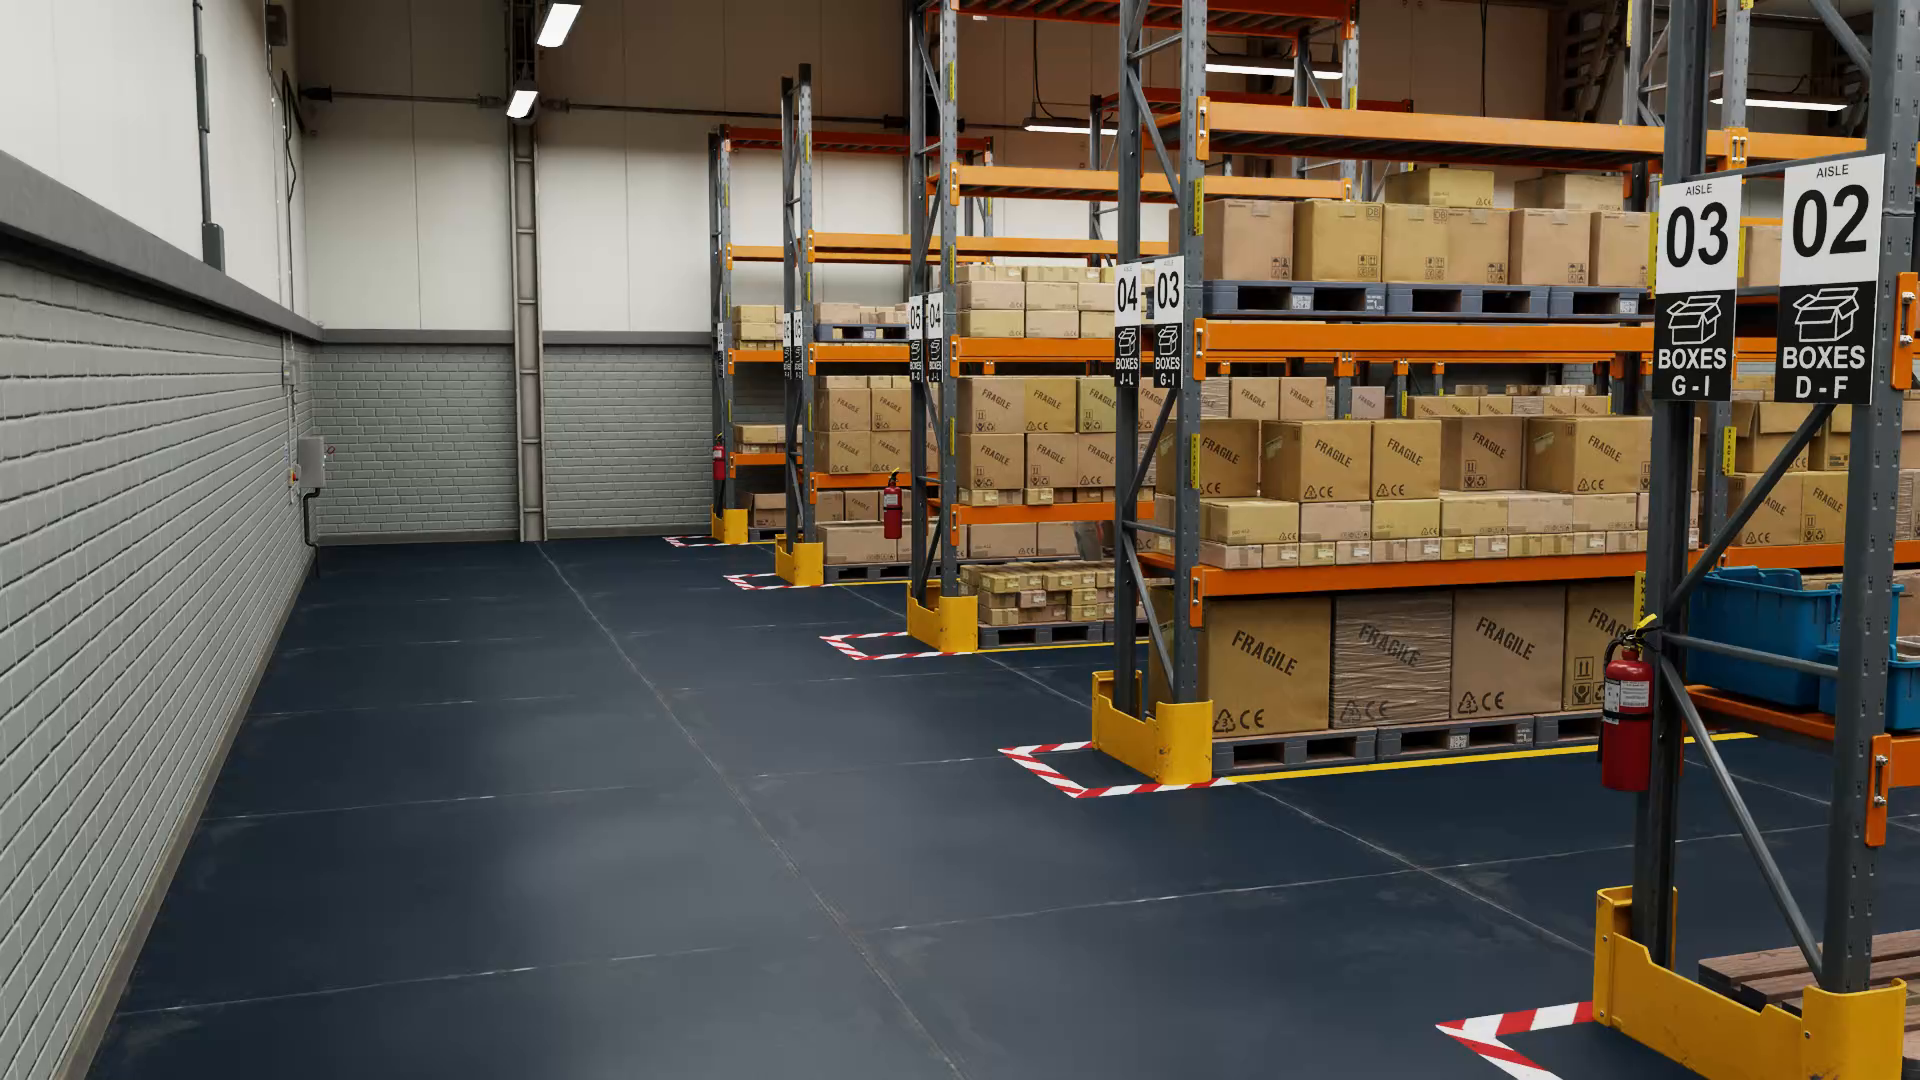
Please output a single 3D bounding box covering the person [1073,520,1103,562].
[{"bbox_3d":[1.370,-0.094,17.457,0.359,1.672,0.493,-2,6,-15],"label":"person"}]
